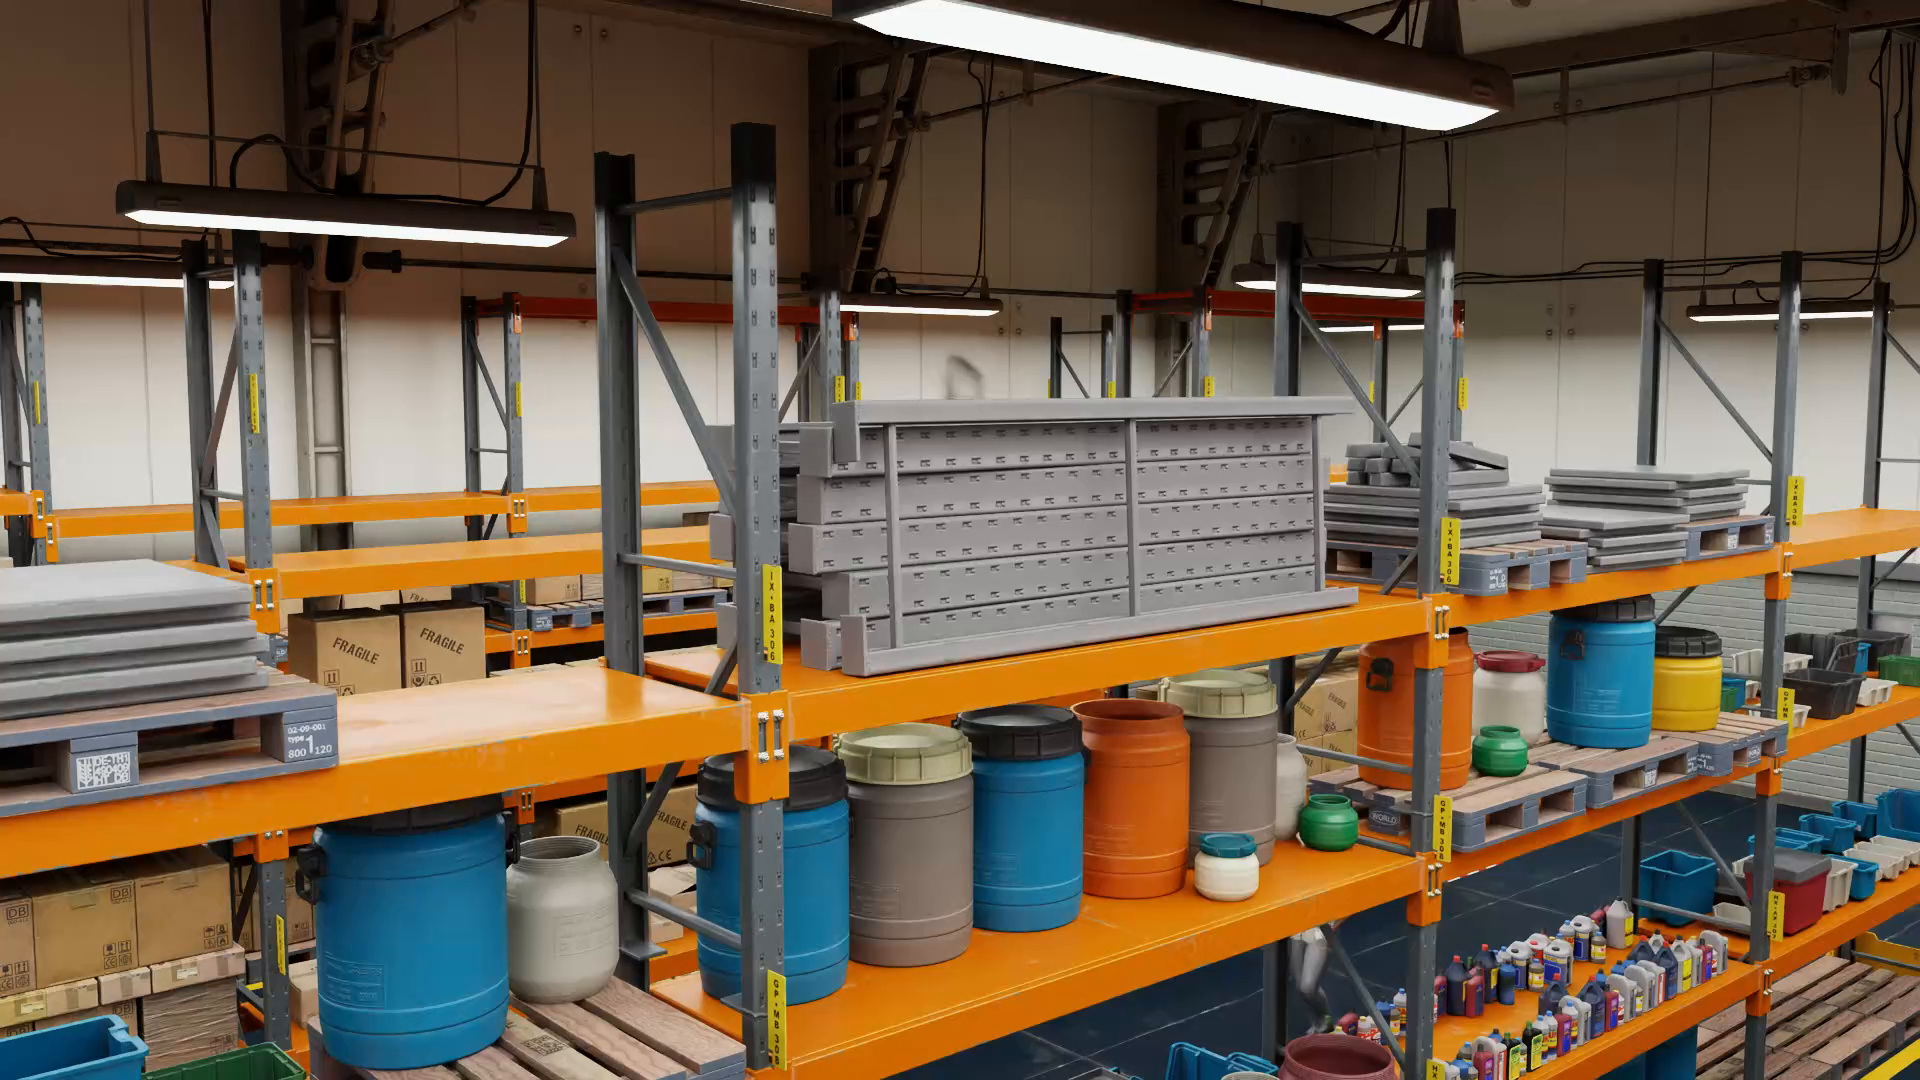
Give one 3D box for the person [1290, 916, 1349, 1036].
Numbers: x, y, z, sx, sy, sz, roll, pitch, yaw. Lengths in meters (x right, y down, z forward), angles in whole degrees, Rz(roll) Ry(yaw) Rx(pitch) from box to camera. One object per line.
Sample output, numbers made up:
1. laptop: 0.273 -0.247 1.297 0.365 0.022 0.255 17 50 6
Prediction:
1. person: 2.708 3.114 12.921 0.548 1.668 0.636 5 7 40
